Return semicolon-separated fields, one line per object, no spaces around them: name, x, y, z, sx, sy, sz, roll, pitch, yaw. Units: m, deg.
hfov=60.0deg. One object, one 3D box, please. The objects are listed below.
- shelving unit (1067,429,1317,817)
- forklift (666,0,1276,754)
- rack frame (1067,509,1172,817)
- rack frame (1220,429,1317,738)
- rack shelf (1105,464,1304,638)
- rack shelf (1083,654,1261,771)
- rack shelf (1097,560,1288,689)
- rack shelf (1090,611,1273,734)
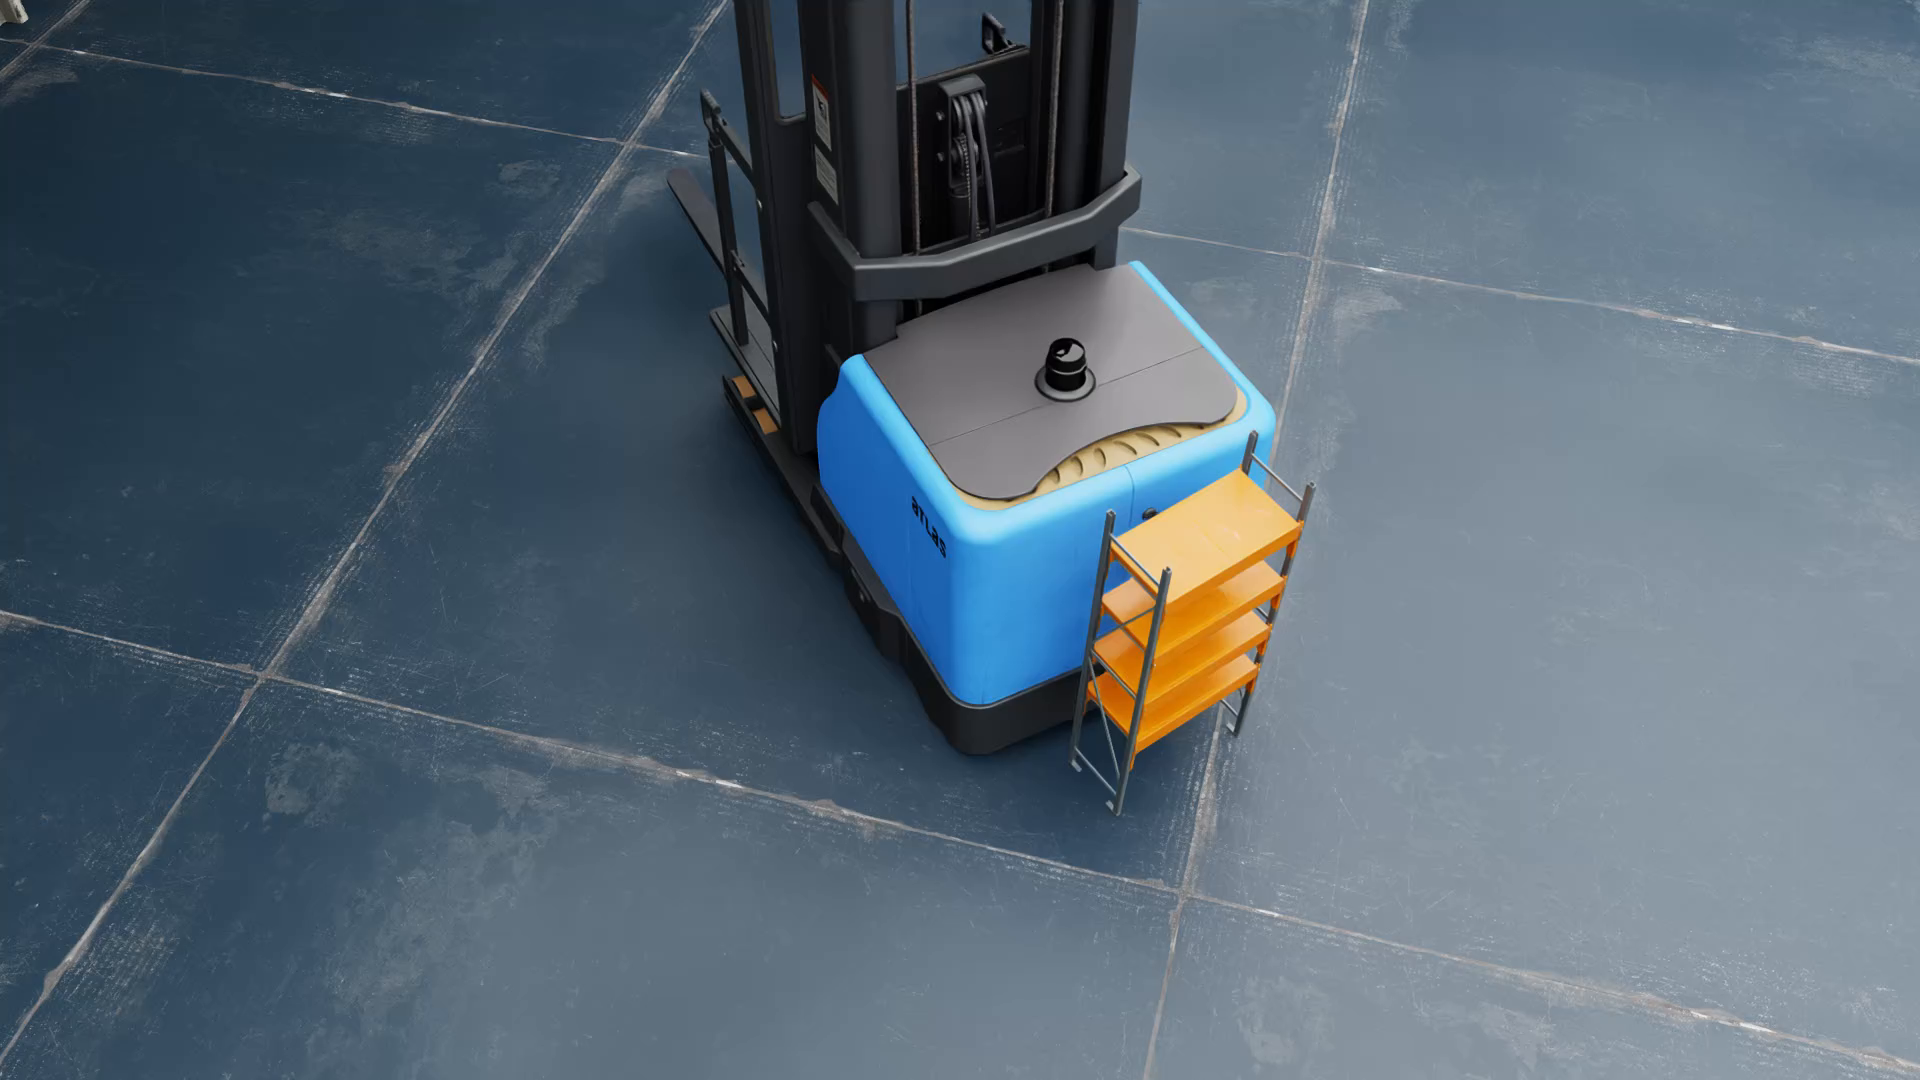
shelving unit;0.625;0.270;4.702;0.503;1.200;0.258;-29;58;-23
forklift;-0.212;-1.429;5.056;1.130;2.935;3.031;-21;52;-17
rack frame;0.427;0.378;4.607;0.015;1.200;0.240;-29;58;-23
rack frame;0.822;0.163;4.797;0.015;1.200;0.240;-29;58;-23
rack shelf;0.637;0.024;4.396;0.480;0.148;0.258;-29;58;-23
rack shelf;0.616;0.437;4.909;0.480;0.148;0.258;-29;58;-23
rack shelf;0.630;0.172;4.580;0.480;0.148;0.258;-29;58;-23
rack shelf;0.622;0.312;4.754;0.480;0.148;0.258;-29;58;-23
